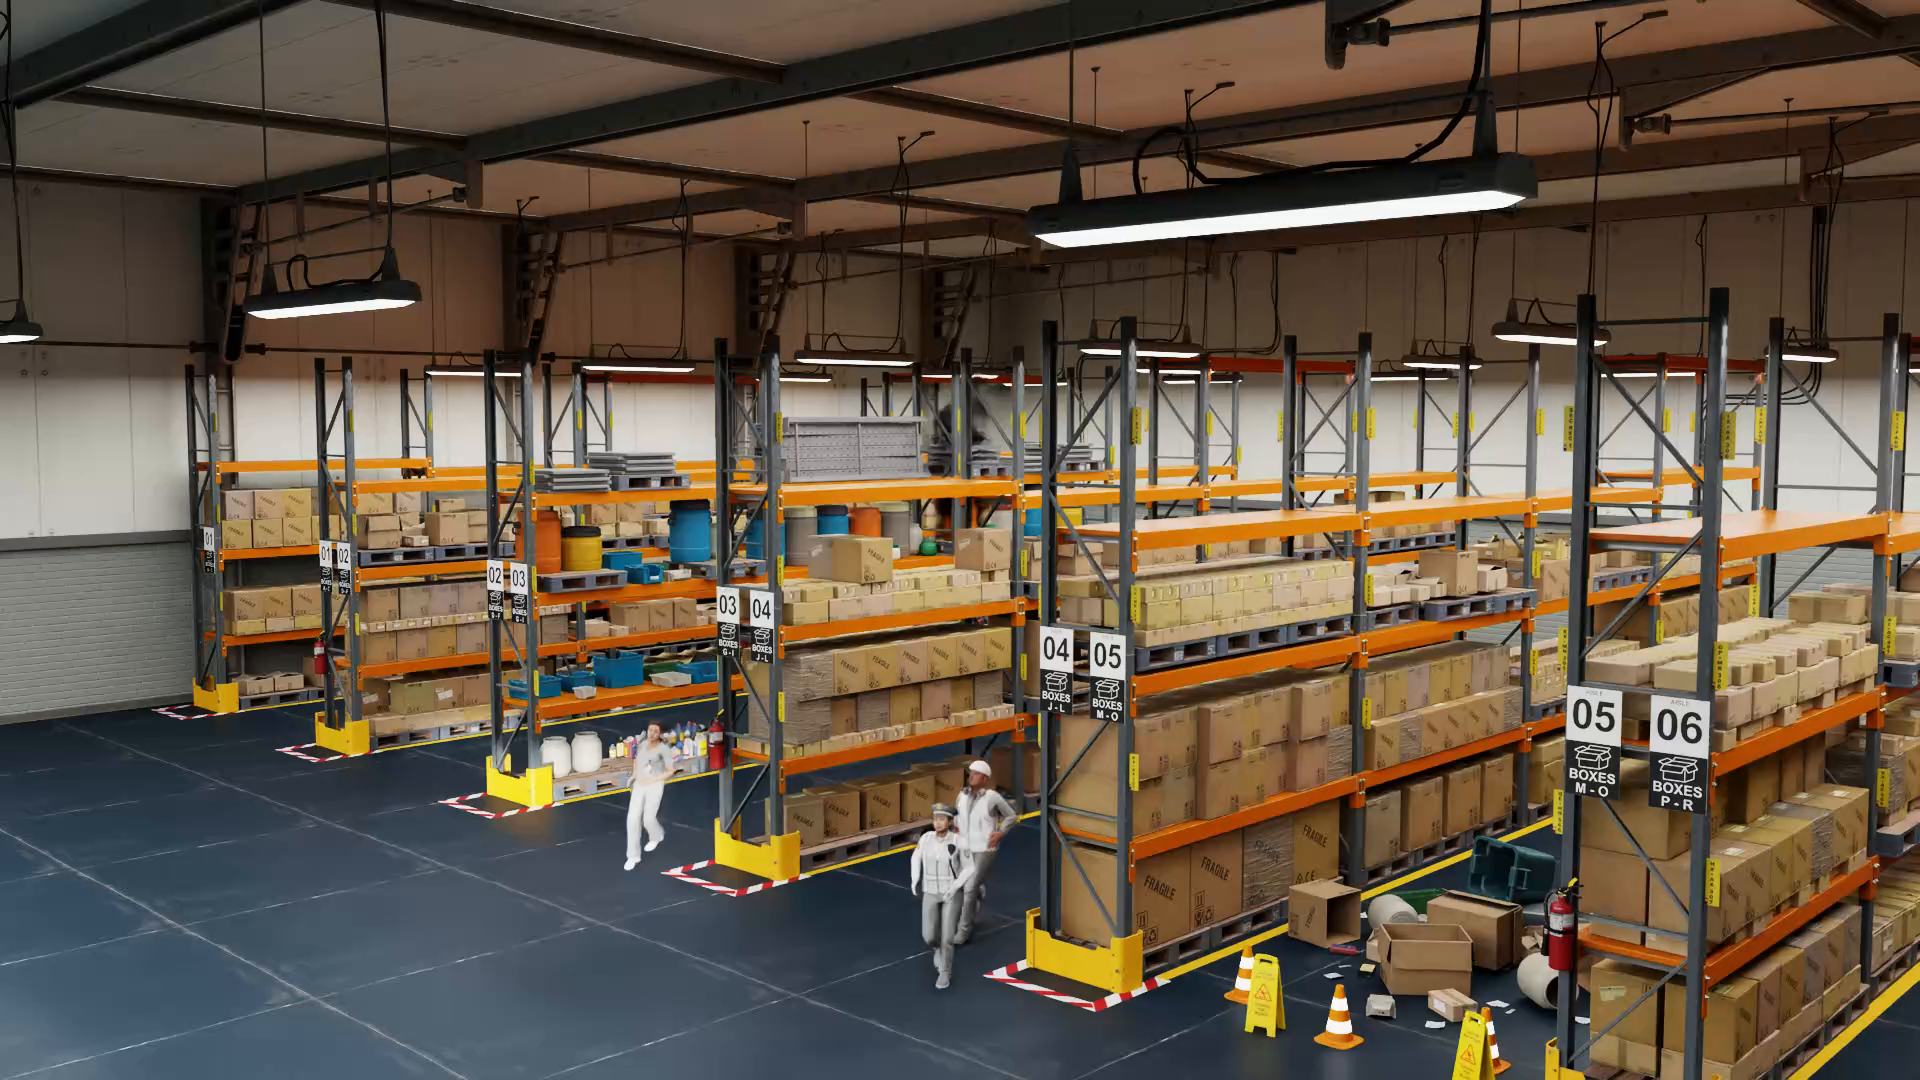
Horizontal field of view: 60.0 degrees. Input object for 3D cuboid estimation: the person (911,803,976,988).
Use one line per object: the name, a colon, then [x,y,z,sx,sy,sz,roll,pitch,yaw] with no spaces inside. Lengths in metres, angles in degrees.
person: [-0.175,3.195,15.057,0.629,1.661,0.505,1,5,14]

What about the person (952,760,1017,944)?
person: [0.138,3.052,16.408,0.676,1.715,0.855,3,5,33]

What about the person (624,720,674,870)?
person: [-3.524,2.885,19.087,0.582,1.672,0.818,1,5,18]
